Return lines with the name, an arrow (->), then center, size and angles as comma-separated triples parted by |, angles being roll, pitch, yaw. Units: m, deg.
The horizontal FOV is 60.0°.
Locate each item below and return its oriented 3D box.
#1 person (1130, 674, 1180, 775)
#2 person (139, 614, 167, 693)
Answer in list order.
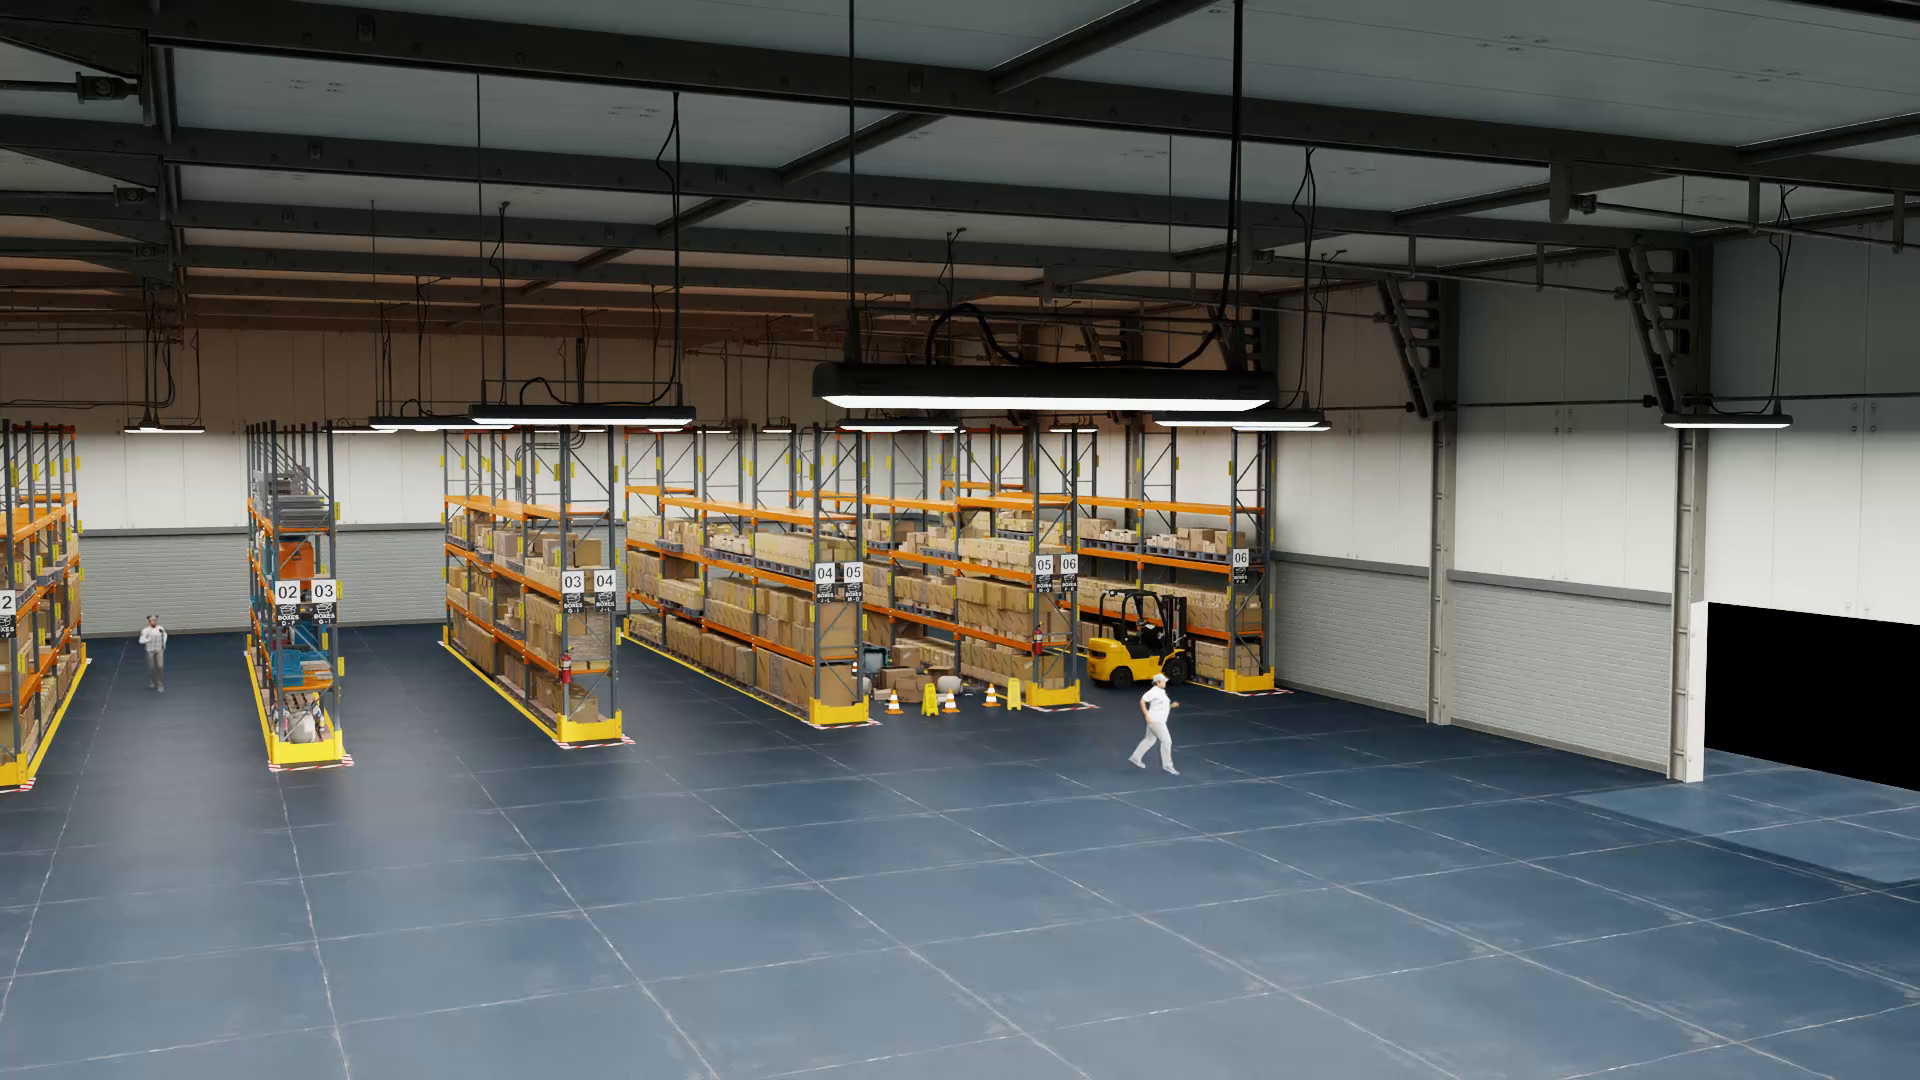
person -> 3.317, 3.116, 28.240 | 0.826, 1.711, 0.580 | 1, 4, 12
person -> -18.116, 2.527, 37.386 | 0.602, 1.729, 0.812 | -2, 4, -34
